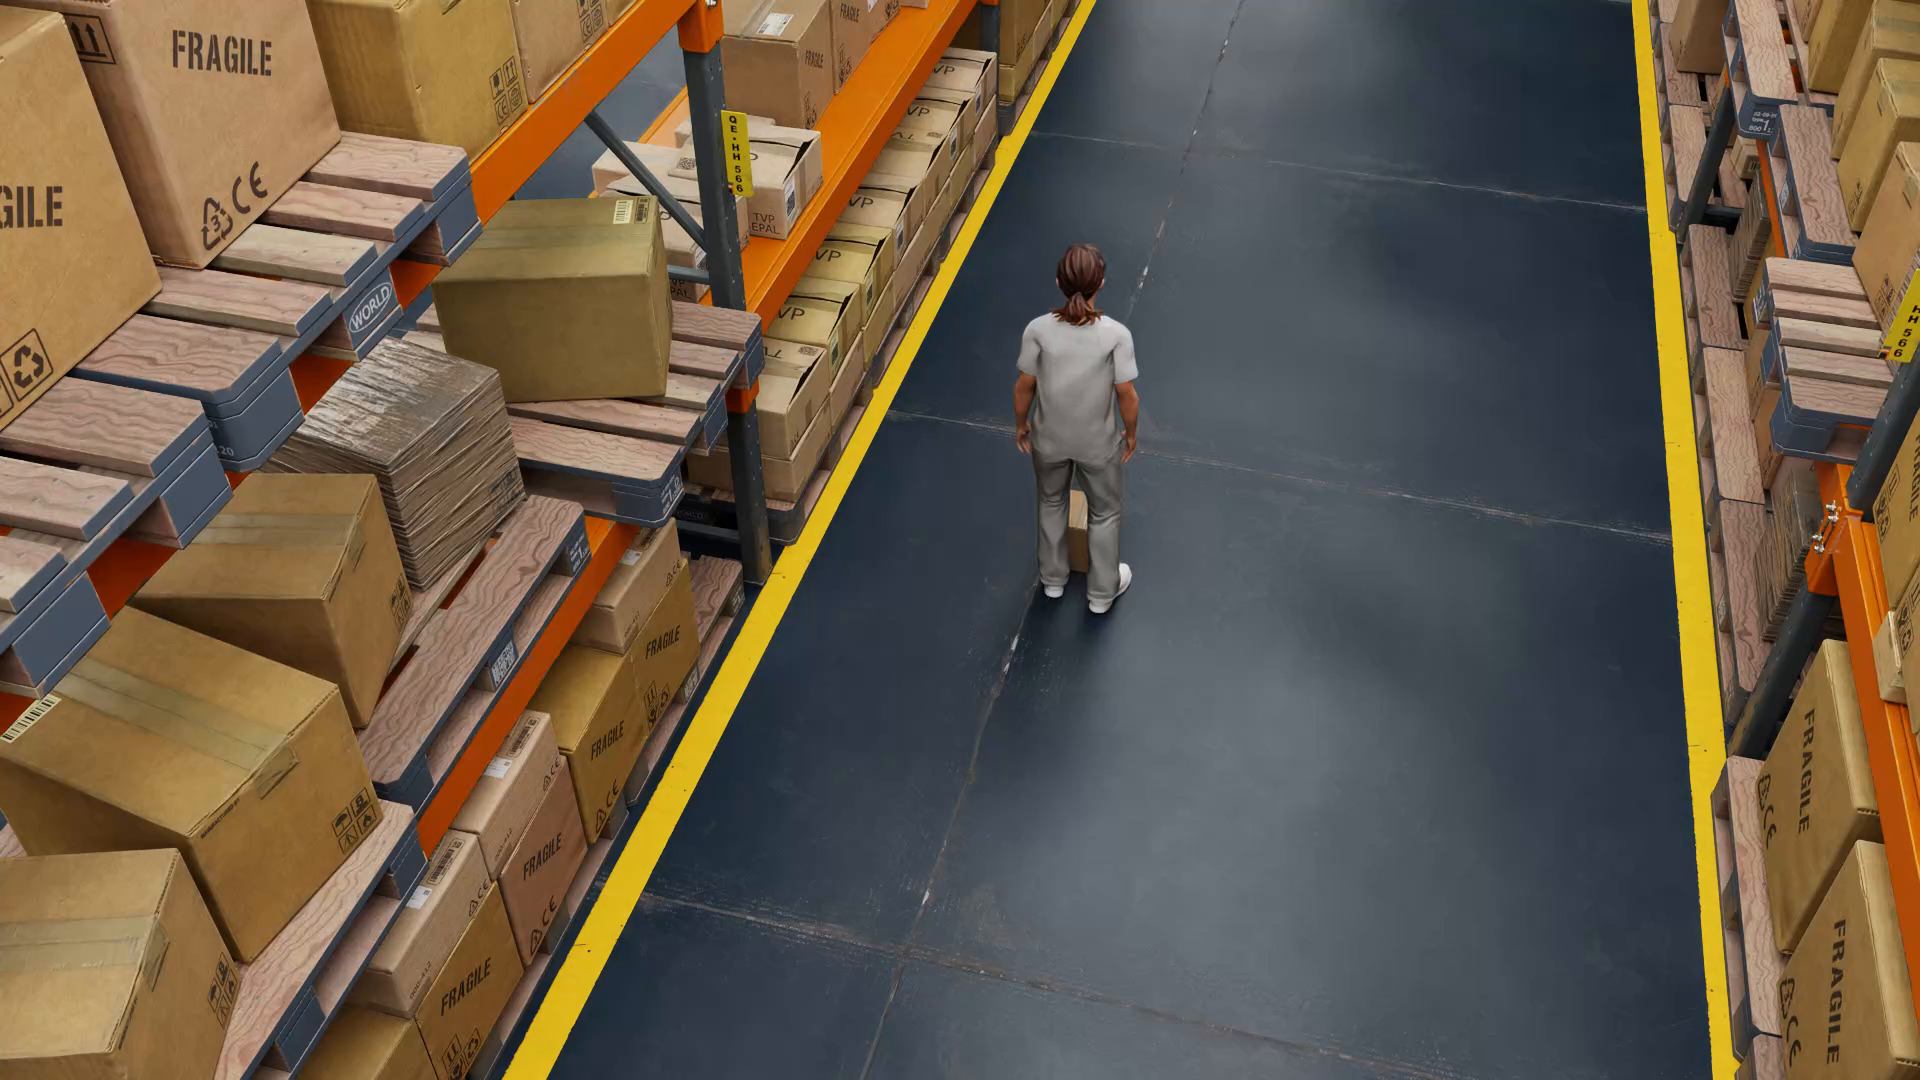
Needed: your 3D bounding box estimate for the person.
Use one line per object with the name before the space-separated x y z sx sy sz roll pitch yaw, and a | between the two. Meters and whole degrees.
person | 0.474 -0.430 6.652 0.514 1.671 0.415 8 42 9
